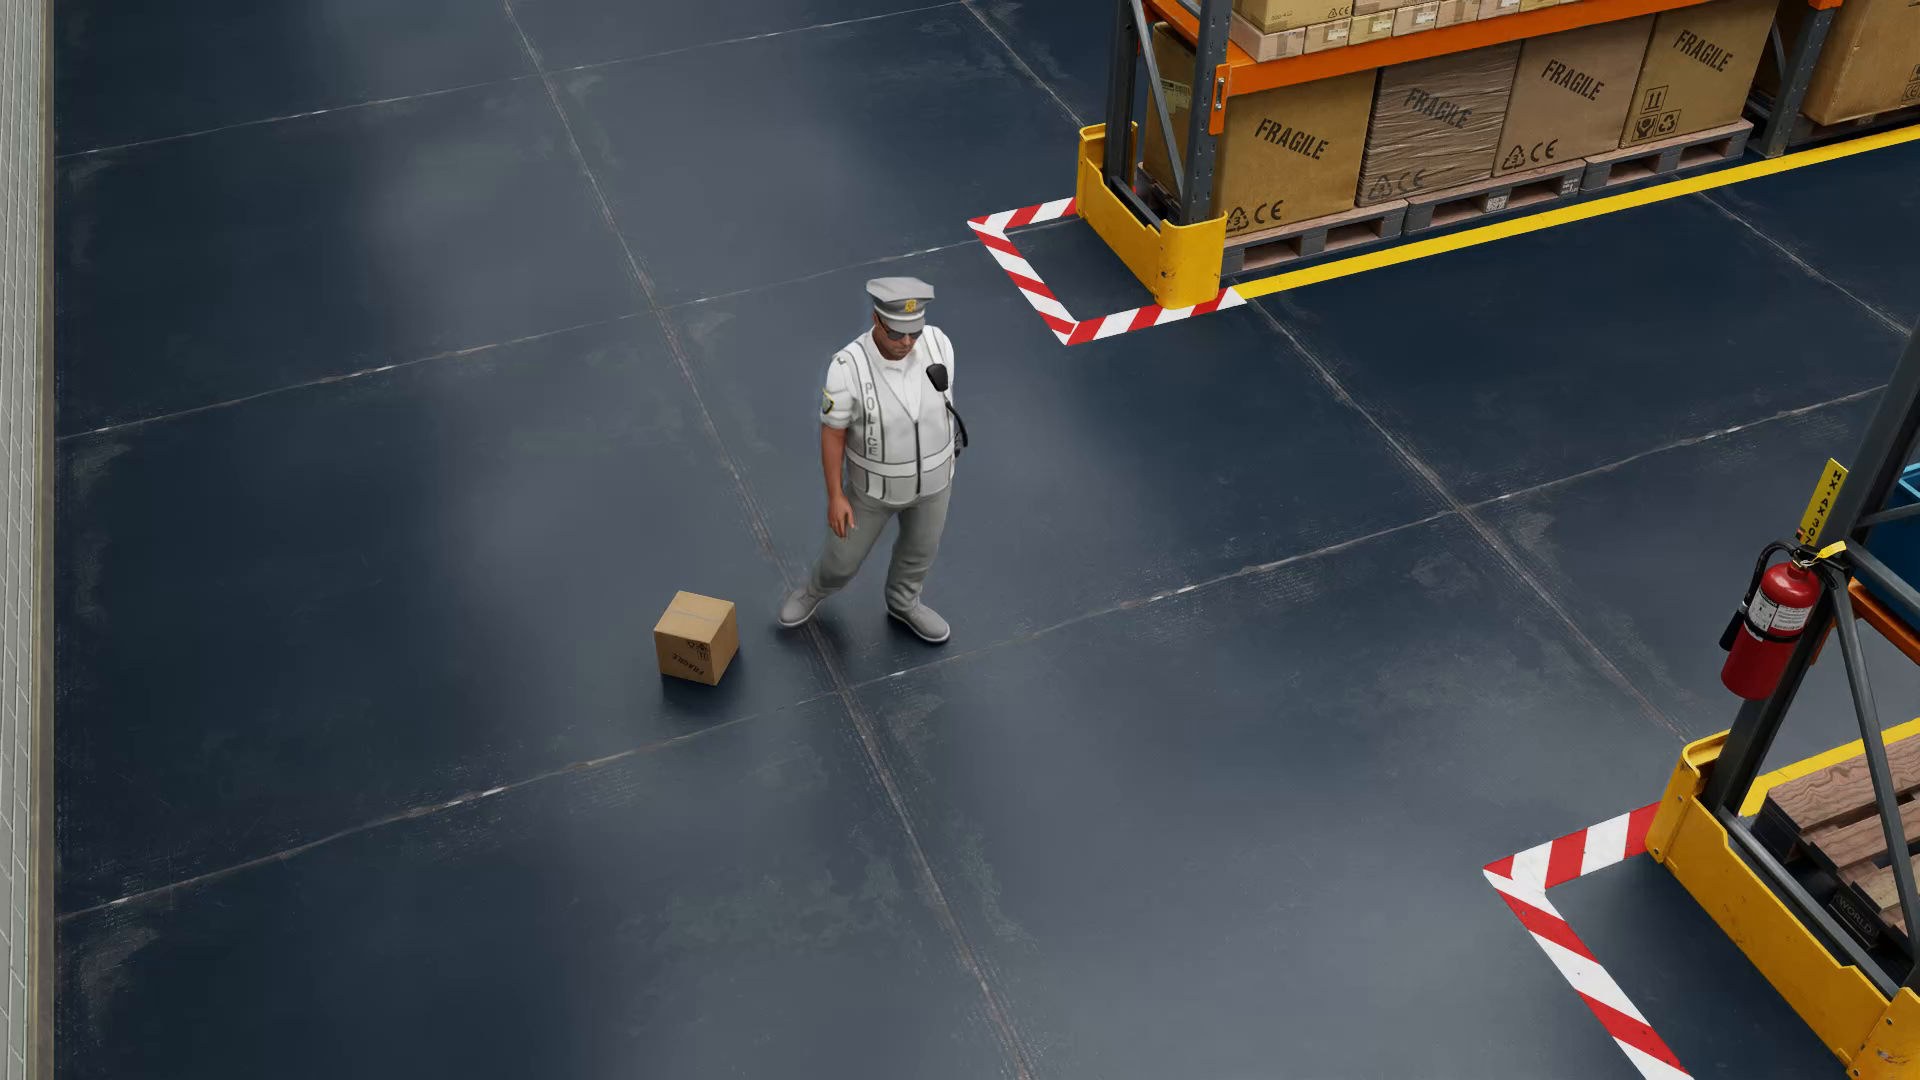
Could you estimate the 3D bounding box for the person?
[{"bbox_3d":[-0.367,-0.271,6.456,0.736,1.743,0.559,-17,44,-18],"label":"person"}]
